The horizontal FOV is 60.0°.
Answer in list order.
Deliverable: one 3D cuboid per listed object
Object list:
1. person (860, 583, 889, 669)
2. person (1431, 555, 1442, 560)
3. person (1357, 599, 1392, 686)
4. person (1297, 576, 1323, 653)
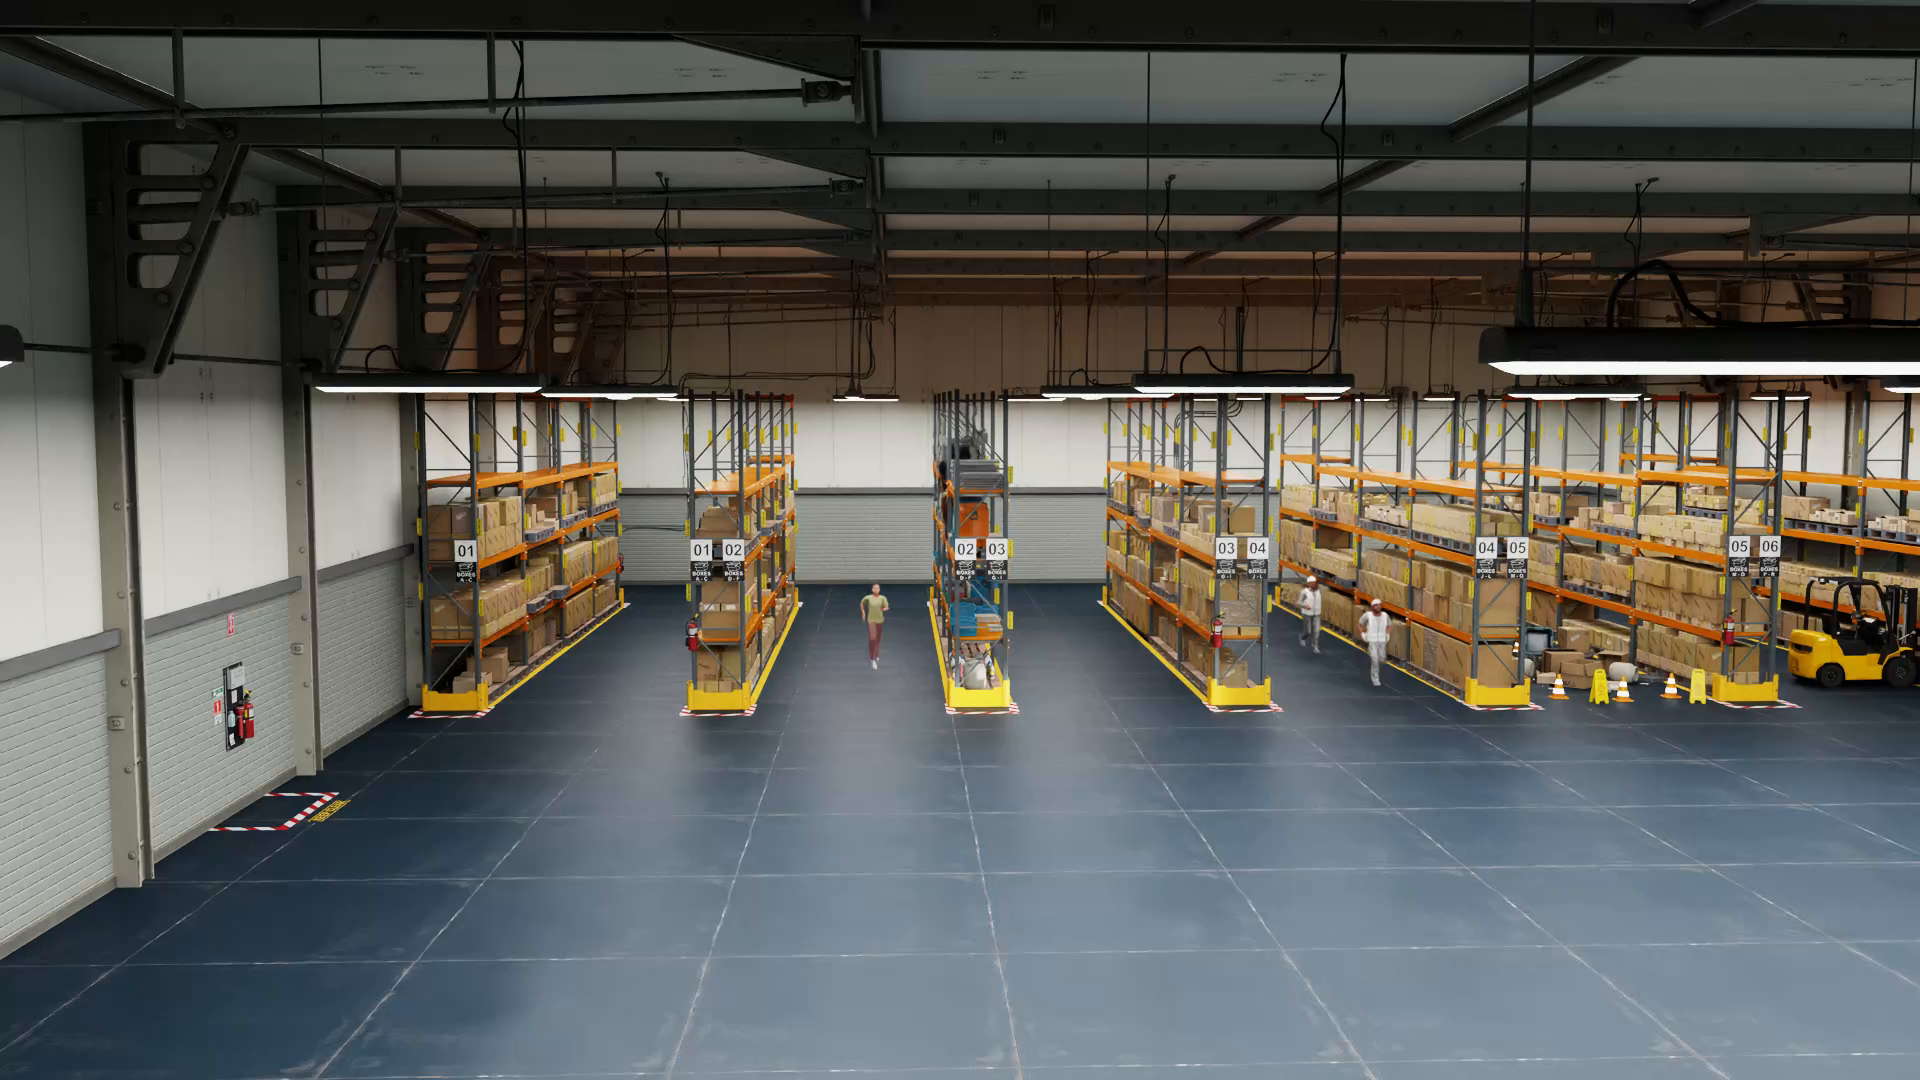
[{"bbox_3d":[-1.764,1.775,34.784,0.544,1.775,0.706,-1,5,-18],"label":"person"},{"bbox_3d":[14.155,0.886,49.361,0.608,1.627,0.620,1,5,12],"label":"person"},{"bbox_3d":[8.484,2.071,34.009,0.708,1.757,0.749,0,5,-4],"label":"person"},{"bbox_3d":[8.102,1.703,38.344,0.670,1.749,0.880,-1,5,-12],"label":"person"}]
